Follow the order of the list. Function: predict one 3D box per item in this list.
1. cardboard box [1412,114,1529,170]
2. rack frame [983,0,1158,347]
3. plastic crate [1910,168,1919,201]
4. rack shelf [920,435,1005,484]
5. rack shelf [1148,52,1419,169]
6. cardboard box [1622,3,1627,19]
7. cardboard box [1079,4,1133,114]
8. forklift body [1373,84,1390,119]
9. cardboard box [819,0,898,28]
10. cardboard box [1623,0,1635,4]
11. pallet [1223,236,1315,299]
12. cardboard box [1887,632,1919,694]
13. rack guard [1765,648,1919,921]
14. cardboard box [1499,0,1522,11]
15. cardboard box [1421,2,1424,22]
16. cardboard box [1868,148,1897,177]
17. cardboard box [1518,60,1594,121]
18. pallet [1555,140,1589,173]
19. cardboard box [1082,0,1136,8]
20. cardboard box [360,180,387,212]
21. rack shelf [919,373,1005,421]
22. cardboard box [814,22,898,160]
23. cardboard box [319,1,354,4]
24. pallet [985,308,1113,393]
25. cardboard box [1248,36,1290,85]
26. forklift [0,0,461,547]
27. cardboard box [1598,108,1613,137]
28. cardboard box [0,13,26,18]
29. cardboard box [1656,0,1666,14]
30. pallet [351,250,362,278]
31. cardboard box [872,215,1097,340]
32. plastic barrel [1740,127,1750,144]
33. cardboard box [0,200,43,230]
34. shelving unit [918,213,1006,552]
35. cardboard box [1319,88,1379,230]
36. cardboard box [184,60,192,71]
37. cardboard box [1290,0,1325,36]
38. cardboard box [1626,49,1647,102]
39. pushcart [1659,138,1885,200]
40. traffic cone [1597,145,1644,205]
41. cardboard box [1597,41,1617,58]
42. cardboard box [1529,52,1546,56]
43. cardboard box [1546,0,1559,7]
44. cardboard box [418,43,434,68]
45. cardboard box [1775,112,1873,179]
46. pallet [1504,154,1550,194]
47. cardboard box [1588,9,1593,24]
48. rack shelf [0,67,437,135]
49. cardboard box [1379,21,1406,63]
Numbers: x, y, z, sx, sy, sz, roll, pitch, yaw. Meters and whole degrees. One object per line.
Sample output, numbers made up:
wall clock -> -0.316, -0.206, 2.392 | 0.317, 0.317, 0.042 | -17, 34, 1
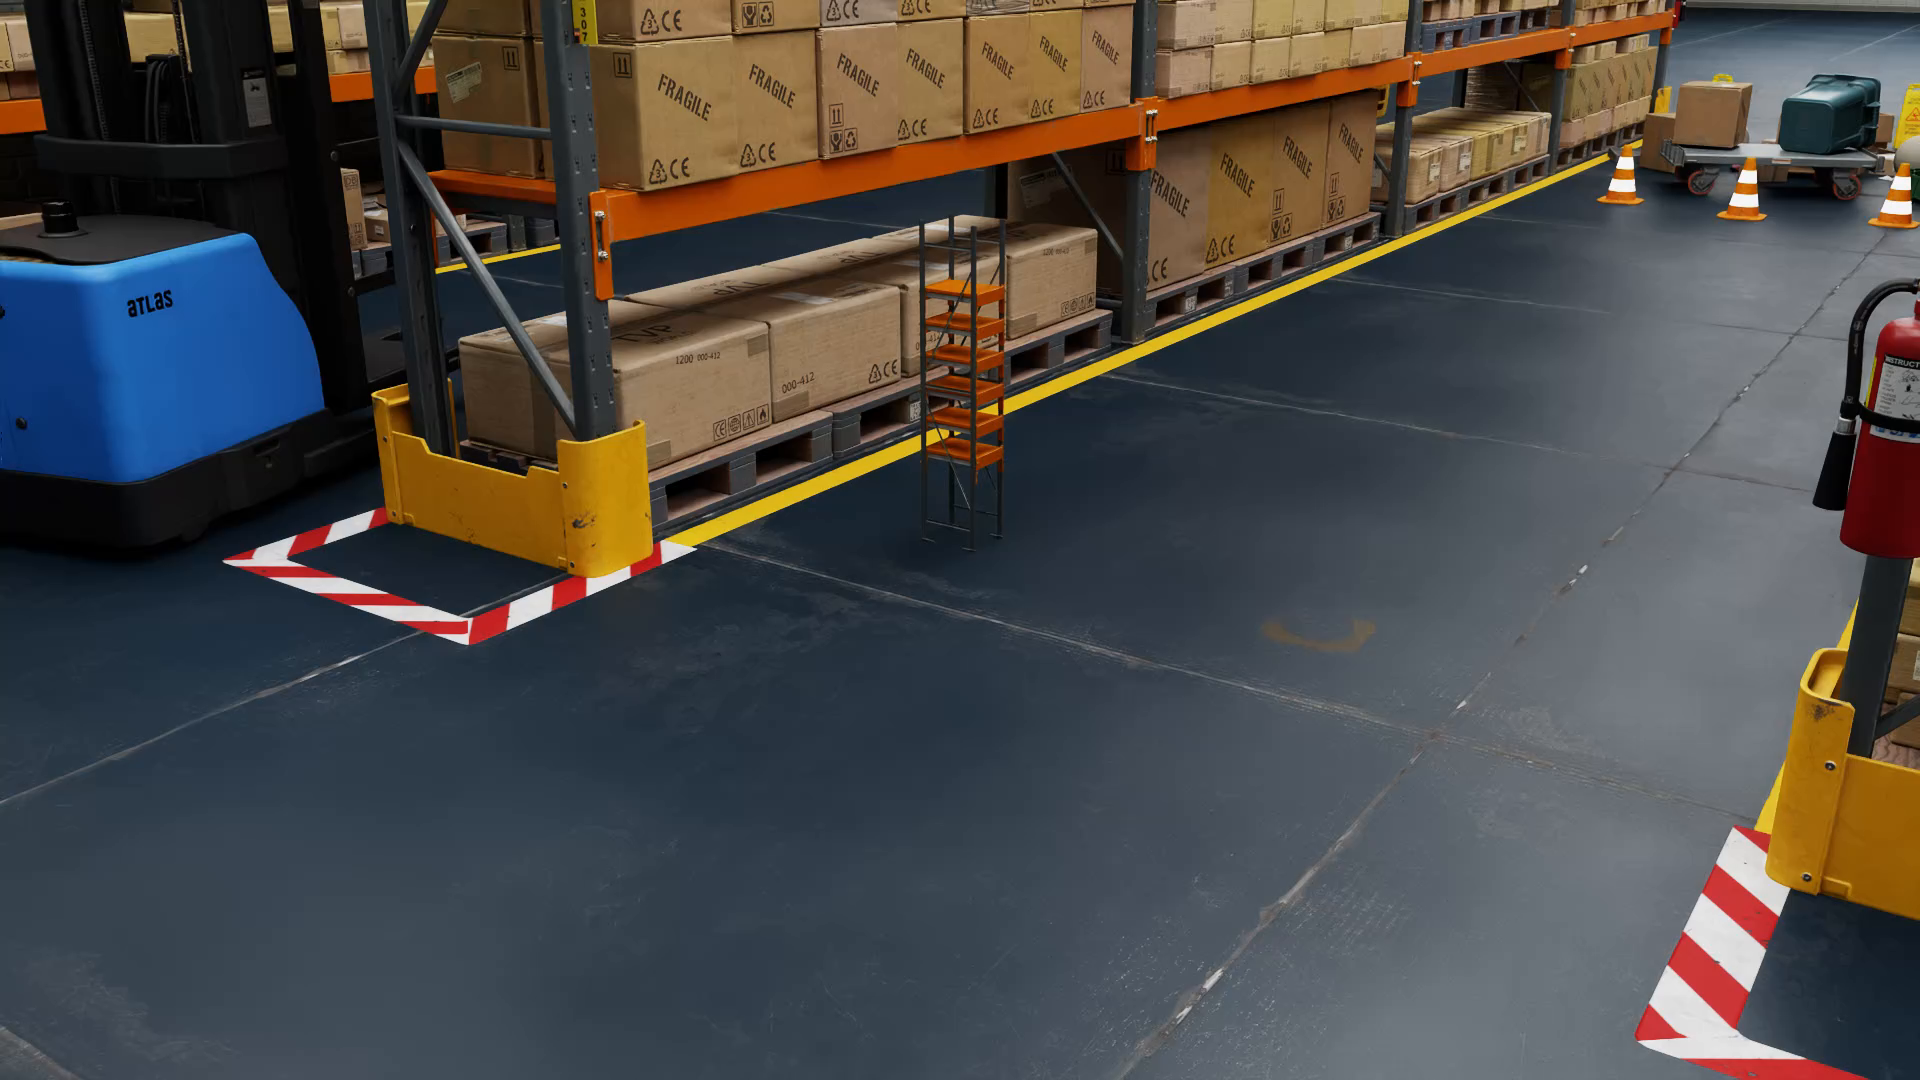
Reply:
cardboard box -> 4.381, -3.482, 14.537 | 0.950, 0.372, 0.625 | 15, 25, 35
rack frame -> 0.578, -2.580, 8.916 | 1.000, 3.000, 0.127 | 13, 24, 32
plastic crate -> 8.240, -2.953, 13.894 | 0.662, 0.188, 0.450 | -10, 32, -24
rack shelf -> 0.008, -0.300, 6.167 | 0.258, 0.103, 0.180 | 13, 24, 32
rack shelf -> 1.702, -2.817, 10.593 | 1.077, 0.370, 4.000 | 13, 24, 32
cardboard box -> 6.363, -5.228, 16.438 | 0.380, 0.149, 0.250 | 13, 24, 32
cardboard box -> 0.529, -2.444, 8.405 | 0.500, 0.500, 0.500 | 14, 24, 32
forklift body -> 3.659, -5.692, 18.553 | 2.313, 2.155, 1.214 | 13, 24, 32
cardboard box -> -0.598, -2.329, 6.653 | 0.500, 0.500, 0.500 | 13, 24, 31
cardboard box -> 6.376, -5.573, 16.434 | 0.500, 0.500, 0.500 | 14, 24, 32
pallet -> 1.634, -1.860, 10.989 | 1.003, 0.211, 1.213 | 13, 24, 32
cardboard box -> 2.541, 0.297, 4.212 | 0.380, 0.149, 0.250 | 13, 24, 30
rack guard -> 2.523, 0.655, 3.775 | 1.175, 0.500, 0.348 | 13, 24, 32
cardboard box -> 4.429, -4.463, 13.764 | 0.380, 0.149, 0.250 | 13, 24, 32
cardboard box -> 3.163, -3.864, 12.144 | 0.380, 0.149, 0.250 | 12, 23, 29
cardboard box -> 8.669, -3.509, 15.369 | 0.396, 0.266, 0.258 | 19, 27, 41
cardboard box -> 5.630, -4.251, 15.711 | 0.500, 0.500, 0.500 | 15, 25, 34
pallet -> 5.423, -3.767, 16.145 | 1.003, 0.211, 1.213 | 13, 24, 32
cardboard box -> 0.541, -2.907, 8.214 | 0.500, 0.500, 0.500 | 13, 24, 31
cardboard box -> -4.096, -2.339, 11.536 | 0.500, 0.311, 0.500 | 14, 25, 34
rack shelf -> 0.008, -0.525, 6.083 | 0.258, 0.103, 0.180 | 13, 24, 32
cardboard box -> -0.601, -1.854, 6.809 | 0.500, 0.500, 0.500 | 13, 24, 32
cardboard box -> -4.307, -3.382, 10.870 | 0.500, 0.250, 0.500 | 13, 24, 31
pallet -> 0.086, -1.069, 8.852 | 1.003, 0.211, 1.213 | 13, 24, 32
cardboard box -> 1.634, -2.877, 9.936 | 0.500, 0.250, 0.500 | 13, 24, 31
forklift -> -2.955, -1.827, 6.978 | 1.130, 2.935, 3.031 | 6, 21, 17
cardboard box -> 6.217, -4.208, 16.674 | 0.500, 0.250, 0.500 | 13, 24, 31
cardboard box -> -5.448, -2.800, 9.298 | 0.500, 0.250, 0.500 | 13, 24, 32
cardboard box -> 7.240, -5.662, 17.610 | 0.380, 0.149, 0.250 | 13, 24, 31
pallet -> -4.601, -1.691, 10.532 | 1.003, 0.211, 1.213 | 13, 24, 32
cardboard box -> 0.136, -1.416, 8.858 | 0.875, 0.438, 0.875 | 13, 24, 31
plastic barrel -> 7.415, -3.927, 16.271 | 0.421, 0.421, 0.512 | -6, 21, -15
cardboard box -> -5.356, -1.583, 9.213 | 0.797, 0.503, 0.637 | 12, 24, 30
shelving unit -> 0.008, -0.567, 6.068 | 0.258, 1.200, 0.189 | 13, 24, 32
cardboard box -> 2.369, -2.746, 11.823 | 0.875, 0.875, 0.875 | 13, 24, 31
cardboard box -> -4.601, -2.682, 9.555 | 0.380, 0.149, 0.250 | 12, 24, 30
cardboard box -> 1.917, -3.256, 10.238 | 0.500, 0.250, 0.500 | 12, 24, 30
cardboard box -> 6.798, -4.851, 17.333 | 0.500, 0.500, 0.500 | 14, 25, 34
pushcart -> 6.989, -3.215, 14.413 | 1.648, 0.377, 0.936 | 5, 21, 13
traffic cone -> 5.536, -3.057, 13.862 | 0.336, 0.463, 0.334 | 13, 24, 32
cardboard box -> 6.186, -4.805, 16.274 | 0.380, 0.149, 0.250 | 15, 25, 35
cardboard box -> 5.756, -4.650, 16.788 | 0.500, 0.500, 0.500 | 15, 25, 35
cardboard box -> 5.014, -4.753, 14.548 | 0.380, 0.149, 0.250 | 14, 24, 33
cardboard box -> -3.628, -3.210, 10.980 | 0.380, 0.149, 0.250 | 14, 25, 33
cardboard box -> 7.911, -3.648, 15.207 | 0.797, 0.637, 0.503 | 13, 24, 32
pallet -> 4.639, -3.344, 15.001 | 1.003, 0.211, 1.213 | 13, 24, 32
cardboard box -> 5.741, -4.950, 15.686 | 0.380, 0.149, 0.250 | 13, 24, 32
rack shelf -> -4.654, -2.636, 10.104 | 1.077, 0.370, 4.000 | 13, 24, 32
cardboard box -> 2.757, -3.462, 11.516 | 0.500, 0.250, 0.500 | 12, 24, 30
